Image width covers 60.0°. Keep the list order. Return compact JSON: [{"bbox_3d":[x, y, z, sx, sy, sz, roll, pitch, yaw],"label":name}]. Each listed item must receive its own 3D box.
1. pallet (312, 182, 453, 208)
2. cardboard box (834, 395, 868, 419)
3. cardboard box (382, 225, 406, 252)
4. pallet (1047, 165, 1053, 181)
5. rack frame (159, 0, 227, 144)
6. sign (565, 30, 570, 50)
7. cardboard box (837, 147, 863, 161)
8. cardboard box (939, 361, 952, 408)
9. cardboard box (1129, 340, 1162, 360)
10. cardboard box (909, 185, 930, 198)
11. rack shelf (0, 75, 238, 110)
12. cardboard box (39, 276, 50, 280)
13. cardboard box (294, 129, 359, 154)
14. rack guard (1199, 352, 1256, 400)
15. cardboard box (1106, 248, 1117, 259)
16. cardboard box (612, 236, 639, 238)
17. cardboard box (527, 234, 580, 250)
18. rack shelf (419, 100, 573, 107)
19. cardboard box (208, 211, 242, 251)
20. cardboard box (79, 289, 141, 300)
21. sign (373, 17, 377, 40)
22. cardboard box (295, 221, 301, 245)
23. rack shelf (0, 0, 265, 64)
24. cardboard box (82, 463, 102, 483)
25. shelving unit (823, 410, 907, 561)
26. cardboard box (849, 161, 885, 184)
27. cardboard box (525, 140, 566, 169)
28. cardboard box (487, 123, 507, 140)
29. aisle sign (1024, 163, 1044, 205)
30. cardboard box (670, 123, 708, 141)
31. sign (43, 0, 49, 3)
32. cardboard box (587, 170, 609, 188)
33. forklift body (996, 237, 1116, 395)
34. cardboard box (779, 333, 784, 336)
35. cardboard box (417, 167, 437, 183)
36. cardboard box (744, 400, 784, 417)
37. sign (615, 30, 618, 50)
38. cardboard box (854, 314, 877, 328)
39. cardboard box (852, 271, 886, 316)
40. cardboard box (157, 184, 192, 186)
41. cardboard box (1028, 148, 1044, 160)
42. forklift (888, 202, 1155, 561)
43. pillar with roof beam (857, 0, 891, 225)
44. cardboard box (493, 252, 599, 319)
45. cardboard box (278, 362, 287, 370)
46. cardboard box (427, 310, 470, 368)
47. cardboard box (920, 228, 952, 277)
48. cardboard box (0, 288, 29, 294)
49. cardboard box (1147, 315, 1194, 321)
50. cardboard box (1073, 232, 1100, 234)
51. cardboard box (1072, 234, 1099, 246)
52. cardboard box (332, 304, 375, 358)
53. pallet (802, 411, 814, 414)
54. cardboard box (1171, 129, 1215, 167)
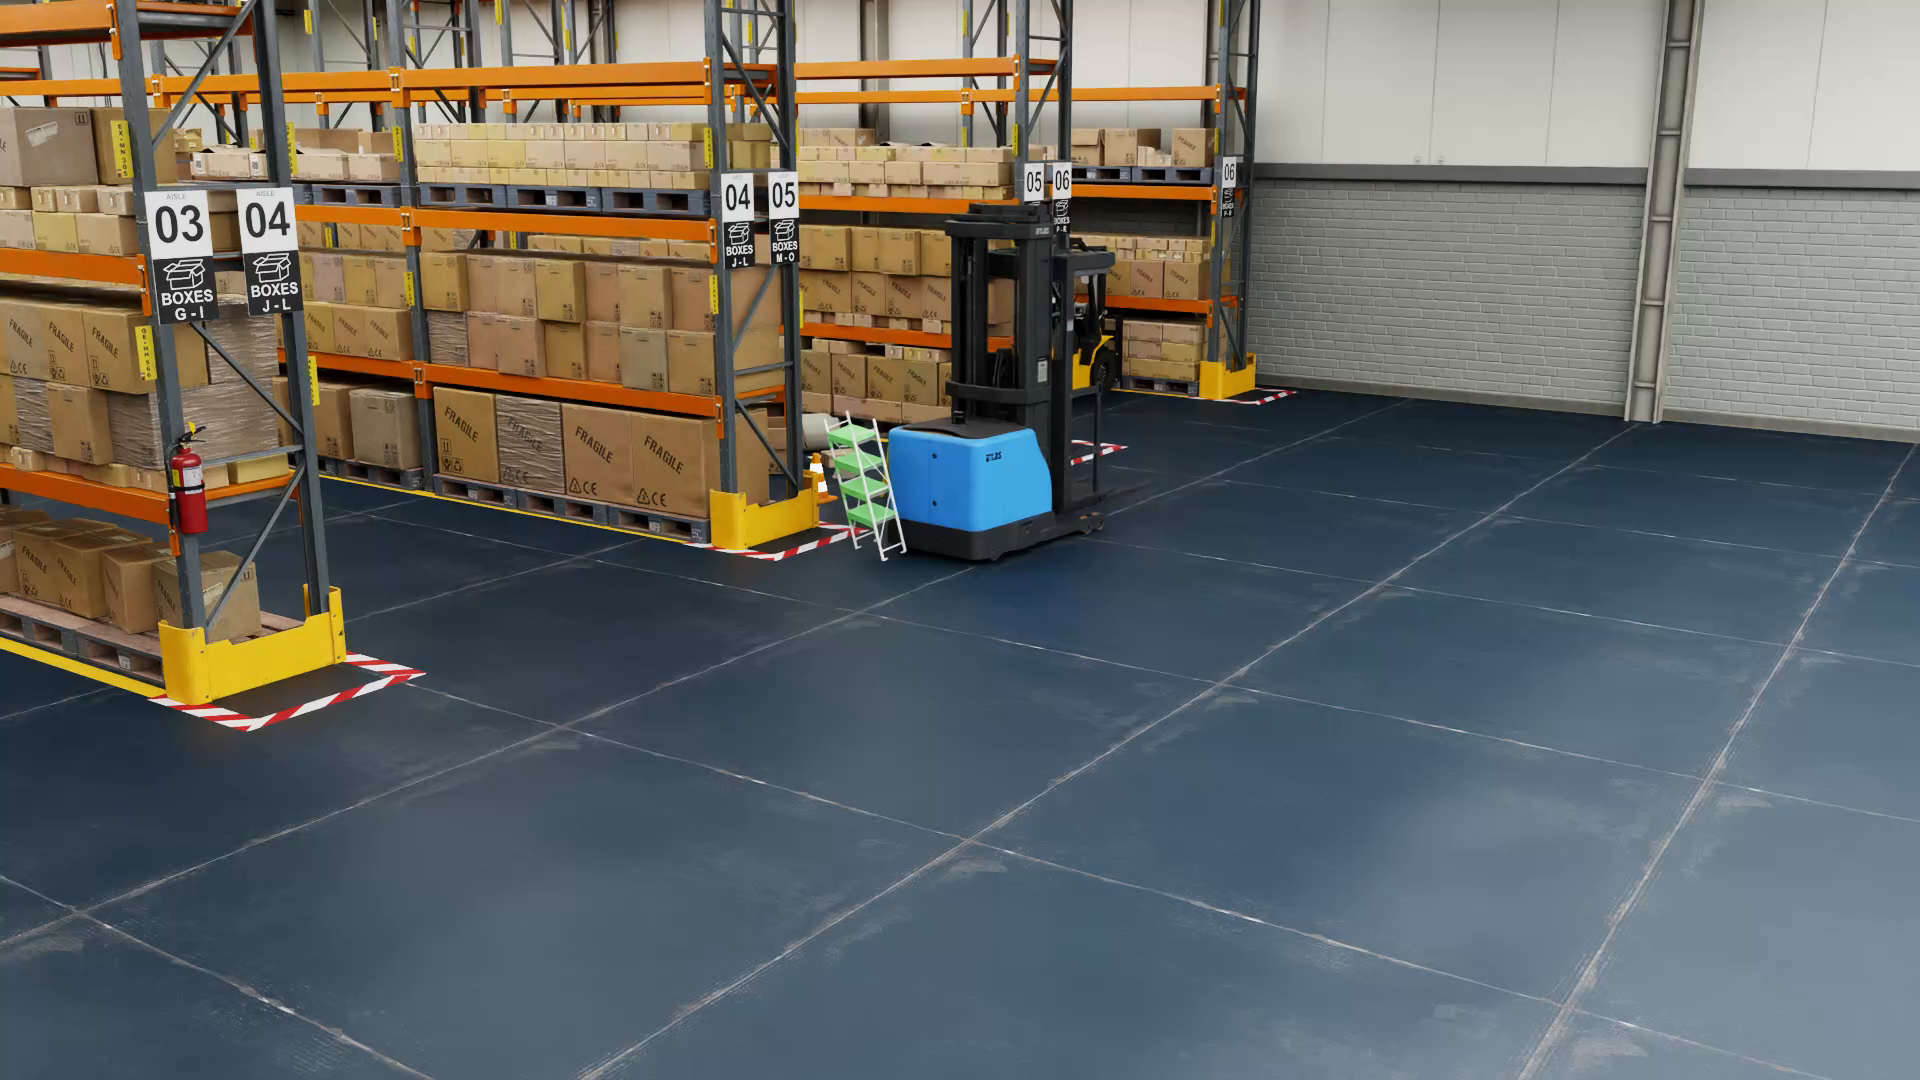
[{"bbox_3d":[-5.871,-3.516,16.939,1.217,0.209,0.805,8,16,31],"label":"pallet"},{"bbox_3d":[-1.174,-1.636,20.038,0.500,0.250,0.500,9,16,32],"label":"cardboard box"},{"bbox_3d":[-7.985,-4.400,24.066,0.500,0.500,0.500,9,16,31],"label":"cardboard box"},{"bbox_3d":[1.086,-5.334,24.070,1.213,0.211,1.003,9,17,33],"label":"pallet"},{"bbox_3d":[-12.361,-7.561,26.641,0.127,3.000,1.000,9,17,33],"label":"rack frame"},{"bbox_3d":[-6.593,-8.401,27.925,0.005,0.325,0.100,9,17,33],"label":"sign"},{"bbox_3d":[-1.213,-4.490,19.340,0.250,0.149,0.380,9,16,32],"label":"cardboard box"},{"bbox_3d":[0.105,-1.792,19.108,0.500,0.500,0.500,9,17,33],"label":"cardboard box"},{"bbox_3d":[2.694,-2.678,23.206,0.500,0.250,0.500,9,17,32],"label":"cardboard box"},{"bbox_3d":[-0.369,-3.970,18.899,0.250,0.149,0.380,9,17,32],"label":"cardboard box"},{"bbox_3d":[-10.061,-5.213,19.483,4.000,0.370,1.077,9,17,33],"label":"rack shelf"},{"bbox_3d":[-10.786,-3.199,19.915,0.250,0.149,0.380,9,17,32],"label":"cardboard box"},{"bbox_3d":[-6.803,-4.155,17.835,0.500,0.500,0.500,9,17,33],"label":"cardboard box"},{"bbox_3d":[3.702,-2.277,22.981,0.348,0.500,1.175,9,17,33],"label":"rack guard"},{"bbox_3d":[2.160,-4.015,23.241,0.250,0.149,0.380,9,17,33],"label":"cardboard box"},{"bbox_3d":[-4.336,-3.833,22.364,0.500,0.500,0.500,8,16,29],"label":"cardboard box"},{"bbox_3d":[-5.479,-3.867,22.499,0.500,0.500,0.500,9,16,31],"label":"cardboard box"},{"bbox_3d":[-7.934,-7.932,29.644,4.000,0.370,1.077,9,17,33],"label":"rack shelf"},{"bbox_3d":[-4.871,-2.027,10.839,0.500,0.250,0.500,10,17,34],"label":"cardboard box"},{"bbox_3d":[-5.746,-1.469,11.608,0.500,0.500,0.500,9,17,33],"label":"cardboard box"},{"bbox_3d":[-8.749,-7.626,24.796,0.005,0.325,0.100,9,17,33],"label":"sign"},{"bbox_3d":[-10.004,-4.725,25.377,0.500,0.500,0.500,9,16,32],"label":"cardboard box"},{"bbox_3d":[-6.275,-3.357,11.161,4.000,0.370,1.077,9,17,33],"label":"rack shelf"},{"bbox_3d":[-5.609,-0.496,11.108,0.250,0.149,0.380,9,17,33],"label":"cardboard box"},{"bbox_3d":[-0.807,-0.464,14.129,0.258,1.200,0.503,-23,23,-25],"label":"shelving unit"},{"bbox_3d":[-0.930,-4.250,19.198,0.500,0.250,0.500,9,17,33],"label":"cardboard box"},{"bbox_3d":[-3.574,-3.495,15.069,0.500,0.250,0.500,9,17,33],"label":"cardboard box"},{"bbox_3d":[-4.123,-3.760,15.309,0.250,0.149,0.380,9,17,33],"label":"cardboard box"},{"bbox_3d":[0.805,-3.699,18.114,0.004,0.787,0.394,9,17,33],"label":"aisle sign"},{"bbox_3d":[-2.232,-3.454,14.073,0.250,0.149,0.380,9,17,33],"label":"cardboard box"},{"bbox_3d":[-11.416,-6.666,20.751,0.005,0.325,0.100,9,17,33],"label":"sign"},{"bbox_3d":[-3.073,-3.203,14.718,0.250,0.149,0.380,9,16,32],"label":"cardboard box"},{"bbox_3d":[1.091,-2.972,22.354,1.214,2.155,2.313,9,17,33],"label":"forklift body"},{"bbox_3d":[-2.446,-3.531,26.914,0.625,0.625,0.875,10,17,35],"label":"cardboard box"},{"bbox_3d":[-4.970,-3.509,15.955,0.250,0.149,0.380,9,16,32],"label":"cardboard box"},{"bbox_3d":[-2.274,-1.413,19.484,0.500,0.500,0.500,-4,14,-16],"label":"cardboard box"},{"bbox_3d":[-5.970,-8.657,28.793,0.005,0.325,0.100,9,17,33],"label":"sign"},{"bbox_3d":[-1.040,-2.610,19.648,0.250,0.149,0.380,9,17,33],"label":"cardboard box"},{"bbox_3d":[-0.925,-2.922,19.557,0.500,0.500,0.500,9,17,33],"label":"cardboard box"},{"bbox_3d":[-5.154,-2.251,10.913,0.250,0.149,0.380,9,16,32],"label":"cardboard box"},{"bbox_3d":[0.734,-4.313,18.625,0.250,0.149,0.380,9,17,32],"label":"cardboard box"},{"bbox_3d":[0.687,-1.539,14.941,1.130,2.935,3.031,11,18,37],"label":"forklift"},{"bbox_3d":[-3.773,-6.625,22.859,0.400,9.000,9.100,9,17,33],"label":"pillar with roof beam"},{"bbox_3d":[-3.903,-2.430,15.836,0.550,0.550,0.875,9,17,33],"label":"cardboard box"},{"bbox_3d":[-7.946,-1.588,18.804,0.750,0.750,1.050,9,16,32],"label":"cardboard box"},{"bbox_3d":[-4.770,-2.065,16.611,0.550,0.550,0.875,9,17,33],"label":"cardboard box"},{"bbox_3d":[-0.046,-3.276,18.907,0.500,0.500,0.700,9,17,33],"label":"cardboard box"},{"bbox_3d":[-6.873,-1.497,11.721,0.500,0.500,0.500,9,17,33],"label":"cardboard box"},{"bbox_3d":[2.973,-3.017,23.534,0.500,0.250,0.500,9,17,33],"label":"cardboard box"},{"bbox_3d":[1.842,-4.377,24.086,0.250,0.149,0.380,9,16,32],"label":"cardboard box"},{"bbox_3d":[1.792,-4.249,23.569,0.250,0.149,0.380,9,17,33],"label":"cardboard box"},{"bbox_3d":[-6.084,-2.172,17.148,0.500,0.500,0.500,9,17,32],"label":"cardboard box"},{"bbox_3d":[-1.827,-1.603,20.861,1.213,0.211,1.003,9,17,33],"label":"pallet"},{"bbox_3d":[3.179,-5.261,22.303,0.500,0.500,0.500,10,17,35],"label":"cardboard box"}]
